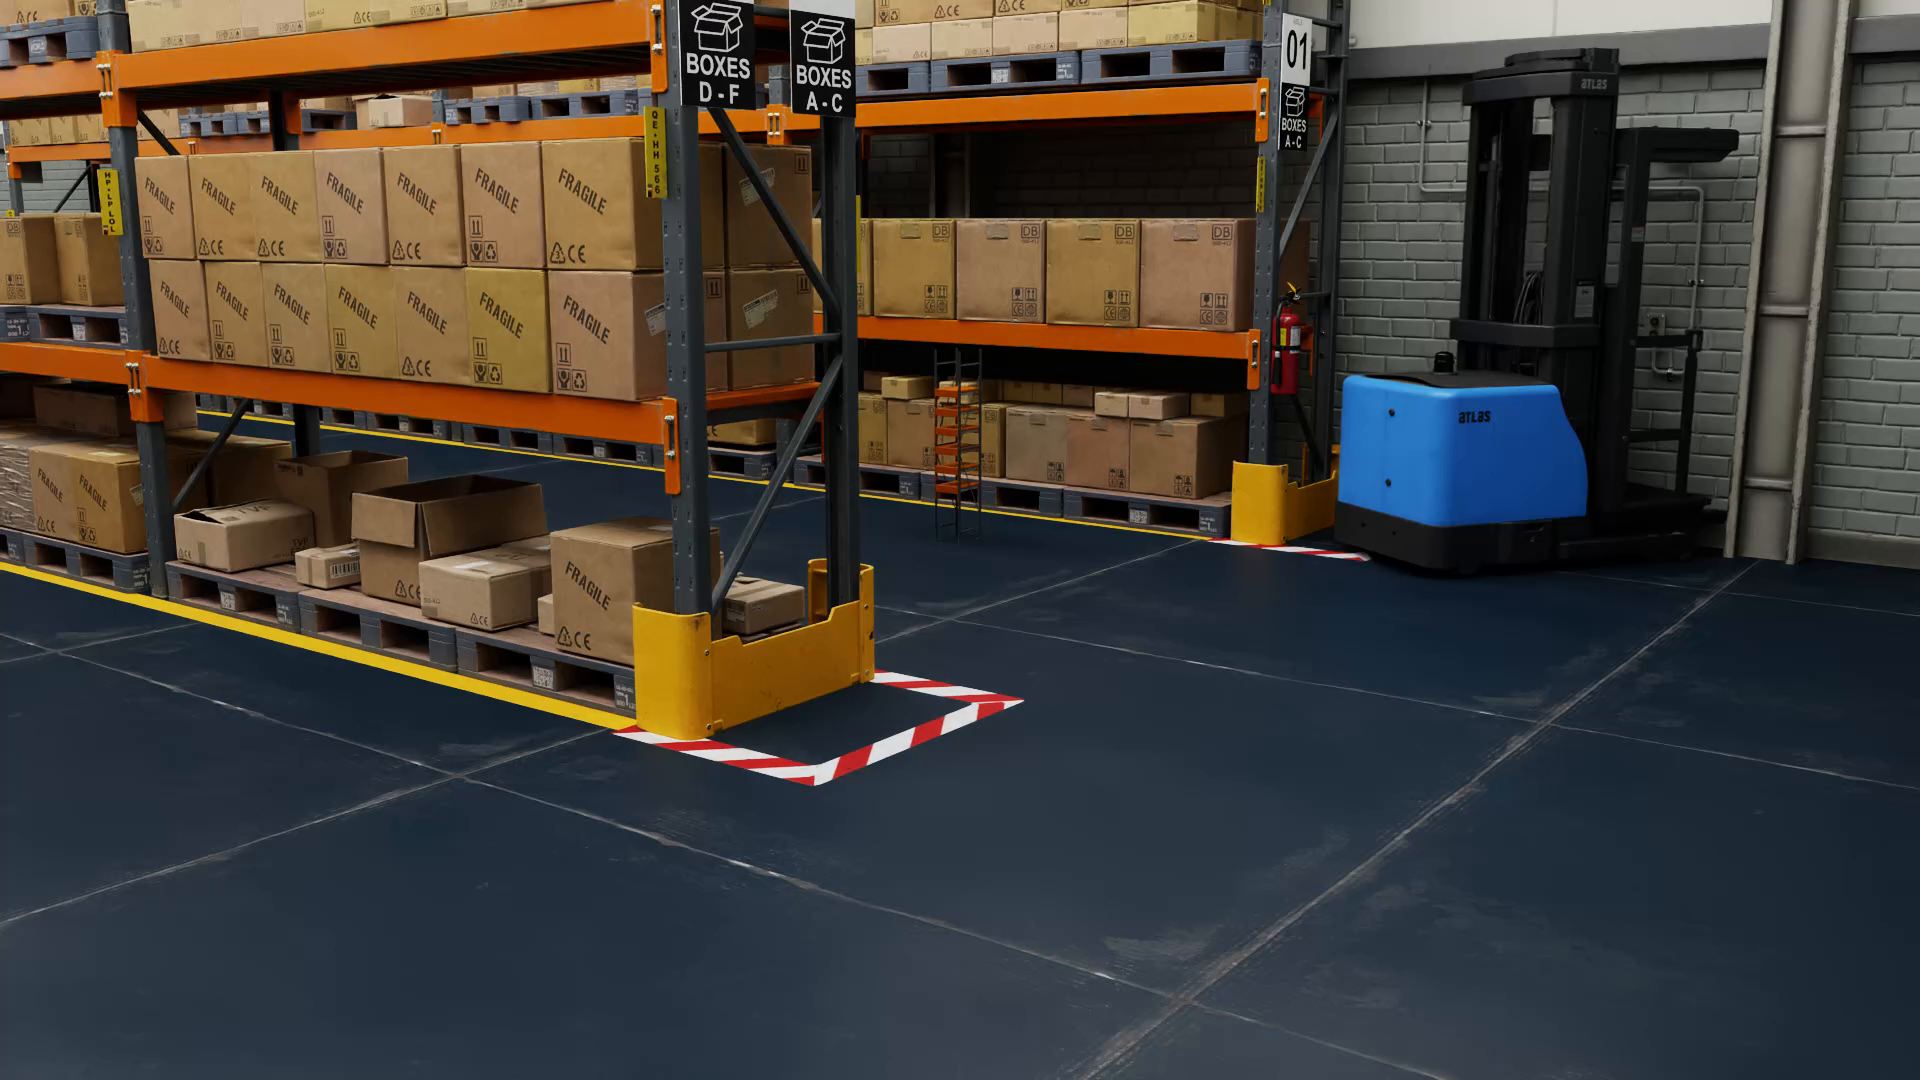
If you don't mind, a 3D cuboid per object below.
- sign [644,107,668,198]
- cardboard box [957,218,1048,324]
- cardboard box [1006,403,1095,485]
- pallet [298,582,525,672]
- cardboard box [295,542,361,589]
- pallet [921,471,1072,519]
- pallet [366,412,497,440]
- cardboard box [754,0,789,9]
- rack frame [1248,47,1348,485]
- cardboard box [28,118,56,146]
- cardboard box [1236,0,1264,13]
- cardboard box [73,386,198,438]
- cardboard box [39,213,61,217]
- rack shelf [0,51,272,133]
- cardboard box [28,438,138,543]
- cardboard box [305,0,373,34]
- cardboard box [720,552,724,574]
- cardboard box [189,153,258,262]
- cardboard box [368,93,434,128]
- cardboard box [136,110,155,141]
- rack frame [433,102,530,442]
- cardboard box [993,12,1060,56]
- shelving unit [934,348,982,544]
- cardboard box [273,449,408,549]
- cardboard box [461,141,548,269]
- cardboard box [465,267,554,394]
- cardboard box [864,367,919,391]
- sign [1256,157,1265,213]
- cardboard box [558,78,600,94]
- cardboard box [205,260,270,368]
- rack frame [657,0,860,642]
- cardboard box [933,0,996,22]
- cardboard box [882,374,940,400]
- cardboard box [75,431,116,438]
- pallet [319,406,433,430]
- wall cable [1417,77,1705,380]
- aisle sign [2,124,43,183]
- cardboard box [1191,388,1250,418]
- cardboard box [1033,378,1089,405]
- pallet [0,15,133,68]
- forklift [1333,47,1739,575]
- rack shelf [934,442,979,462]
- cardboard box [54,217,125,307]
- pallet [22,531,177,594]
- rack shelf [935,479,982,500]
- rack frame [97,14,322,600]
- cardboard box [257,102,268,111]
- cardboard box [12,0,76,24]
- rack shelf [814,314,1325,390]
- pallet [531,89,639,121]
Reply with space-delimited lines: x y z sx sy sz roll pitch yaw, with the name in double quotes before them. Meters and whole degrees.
"sign" -1.120 -1.426 6.123 0.005 0.325 0.100 8 13 36
"cardboard box" 0.534 -1.914 11.737 0.700 0.700 0.980 7 13 33
"cardboard box" 0.721 -0.699 11.720 0.500 0.500 0.700 7 13 34
"pallet" -2.459 0.349 8.172 1.213 0.211 1.003 8 13 36
"cardboard box" -3.086 0.116 8.333 0.250 0.166 0.380 8 13 36
"pallet" 0.484 -0.390 11.990 1.213 0.211 1.003 8 13 36
"pallet" -4.923 -1.162 15.982 1.213 0.211 1.003 8 13 36
"cardboard box" -1.039 -2.281 6.920 0.500 0.250 0.500 8 13 36
"rack frame" 2.154 -1.544 10.613 0.127 3.000 1.000 8 13 36
"cardboard box" -10.209 -4.733 18.882 0.500 0.500 0.500 9 14 39
"cardboard box" 1.708 -3.685 10.837 0.500 0.500 0.500 7 13 33
"cardboard box" -5.051 -0.796 10.195 0.500 0.250 0.500 8 14 36
"cardboard box" -10.143 -3.490 19.042 0.500 0.500 0.500 8 14 36
"rack shelf" -5.612 -2.579 9.961 4.000 0.370 1.077 8 13 36
"cardboard box" -4.960 -0.292 9.565 0.500 0.500 0.500 8 14 36
"cardboard box" -2.546 -2.372 7.393 0.500 0.250 0.500 8 13 36
"cardboard box" -1.449 0.188 7.741 0.500 0.250 0.500 8 13 36
"cardboard box" -3.370 -1.621 8.115 0.500 0.500 0.500 7 13 34
"cardboard box" -5.035 -3.922 15.188 0.500 0.311 0.500 8 13 36
"cardboard box" -8.472 -4.502 17.692 0.500 0.500 0.500 7 13 31
"rack frame" -4.295 -2.443 15.262 0.127 3.000 1.000 8 13 36
"cardboard box" 0.564 -3.356 11.108 0.500 0.250 0.500 7 13 34
"shelving unit" -0.012 -0.591 10.424 0.189 1.200 0.258 8 13 36
"cardboard box" -3.372 -0.203 9.104 0.500 0.500 0.500 8 13 36
"cardboard box" -1.705 -1.390 6.920 0.500 0.500 0.500 8 14 37
"cardboard box" -1.718 -0.901 7.025 0.500 0.500 0.500 8 14 36
"cardboard box" -0.528 -1.238 12.799 0.250 0.149 0.380 8 13 35
"sign" 1.821 -2.147 10.059 0.005 0.325 0.100 8 13 36
"cardboard box" -2.973 -4.020 14.091 0.500 0.500 0.700 9 14 38
"cardboard box" -3.336 -1.128 8.199 0.500 0.500 0.500 8 14 37
"rack frame" -0.776 -0.785 6.691 0.127 3.000 1.000 8 13 36
"cardboard box" 0.157 -3.781 11.333 0.500 0.500 0.500 8 14 36
"cardboard box" -0.360 -1.125 12.214 0.250 0.149 0.380 9 14 37
"cardboard box" -5.080 -0.431 10.282 0.500 0.500 0.500 8 14 36
"pallet" -5.903 -1.300 16.691 1.213 0.211 1.003 8 13 36
"wall cable" 3.745 -2.044 10.521 1.851 1.984 0.084 8 13 36
"aisle sign" -10.978 -4.581 19.468 0.004 0.787 0.394 8 13 36
"cardboard box" 1.749 -0.921 11.162 0.250 0.149 0.380 8 14 36
"cardboard box" 0.726 -1.064 11.897 0.250 0.149 0.380 8 14 36
"pallet" -4.484 -2.699 9.183 1.003 0.211 1.213 8 13 36
"forklift" 3.857 -1.398 10.041 3.031 2.935 1.130 -4 12 -21
"rack shelf" -0.012 -0.547 10.433 0.180 0.103 0.258 8 13 36
"cardboard box" -4.841 -1.645 9.768 0.700 0.500 0.500 -11 15 -44
"pallet" -4.678 0.049 9.723 1.213 0.211 1.003 8 13 36
"rack shelf" -0.012 -0.311 10.478 0.180 0.103 0.258 8 13 36
"rack frame" -4.000 -1.235 9.015 0.127 3.000 1.000 8 13 36
"cardboard box" -6.629 -4.385 16.531 0.500 0.311 0.500 8 14 37
"cardboard box" -4.914 -3.151 9.393 0.600 0.600 0.600 8 13 35
"rack shelf" 0.542 -1.416 11.843 4.000 0.370 1.077 8 13 36
"pallet" -2.841 -3.634 14.015 1.213 0.211 1.003 9 14 38
